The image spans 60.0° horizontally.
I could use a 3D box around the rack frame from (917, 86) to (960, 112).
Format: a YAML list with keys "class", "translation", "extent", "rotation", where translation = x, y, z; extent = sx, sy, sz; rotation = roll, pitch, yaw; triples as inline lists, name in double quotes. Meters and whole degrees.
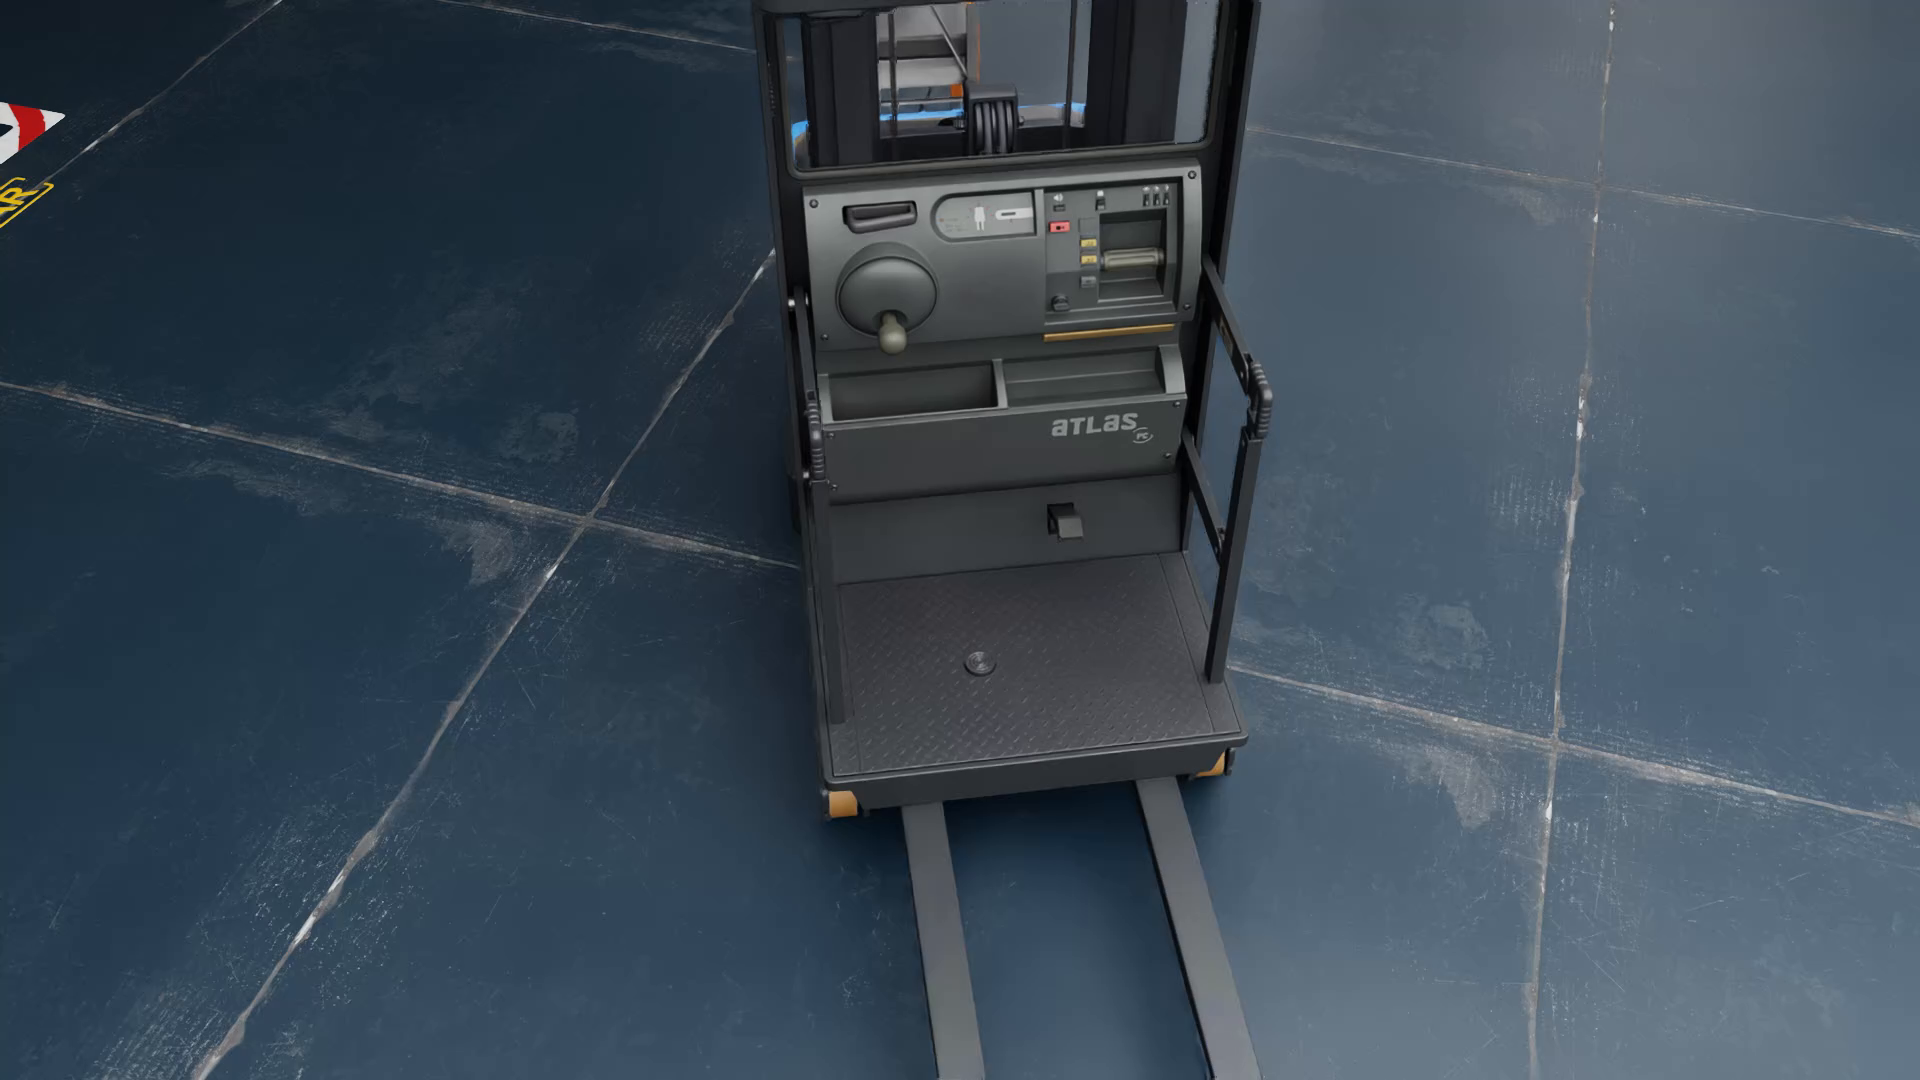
- class: "rack frame"
  translation: [-0.199, -1.682, 5.467]
  extent: [0.400, 2.100, 0.015]
  rotation: [-4, 44, -4]

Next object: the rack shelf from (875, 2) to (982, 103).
- class: "rack shelf"
  translation: [-0.173, -1.505, 5.300]
  extent: [0.431, 0.518, 0.480]
  rotation: [-4, 44, -4]

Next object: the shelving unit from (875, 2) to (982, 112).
- class: "shelving unit"
  translation: [-0.173, -1.515, 5.290]
  extent: [0.431, 2.100, 0.503]
  rotation: [-4, 44, -4]

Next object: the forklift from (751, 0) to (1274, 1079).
- class: "forklift"
  translation: [0.138, -0.569, 3.736]
  extent: [1.130, 2.935, 3.031]
  rotation: [-6, 45, -6]

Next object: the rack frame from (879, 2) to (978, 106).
- class: "rack frame"
  translation: [-0.146, -1.349, 5.114]
  extent: [0.400, 2.100, 0.015]
  rotation: [-4, 44, -4]
